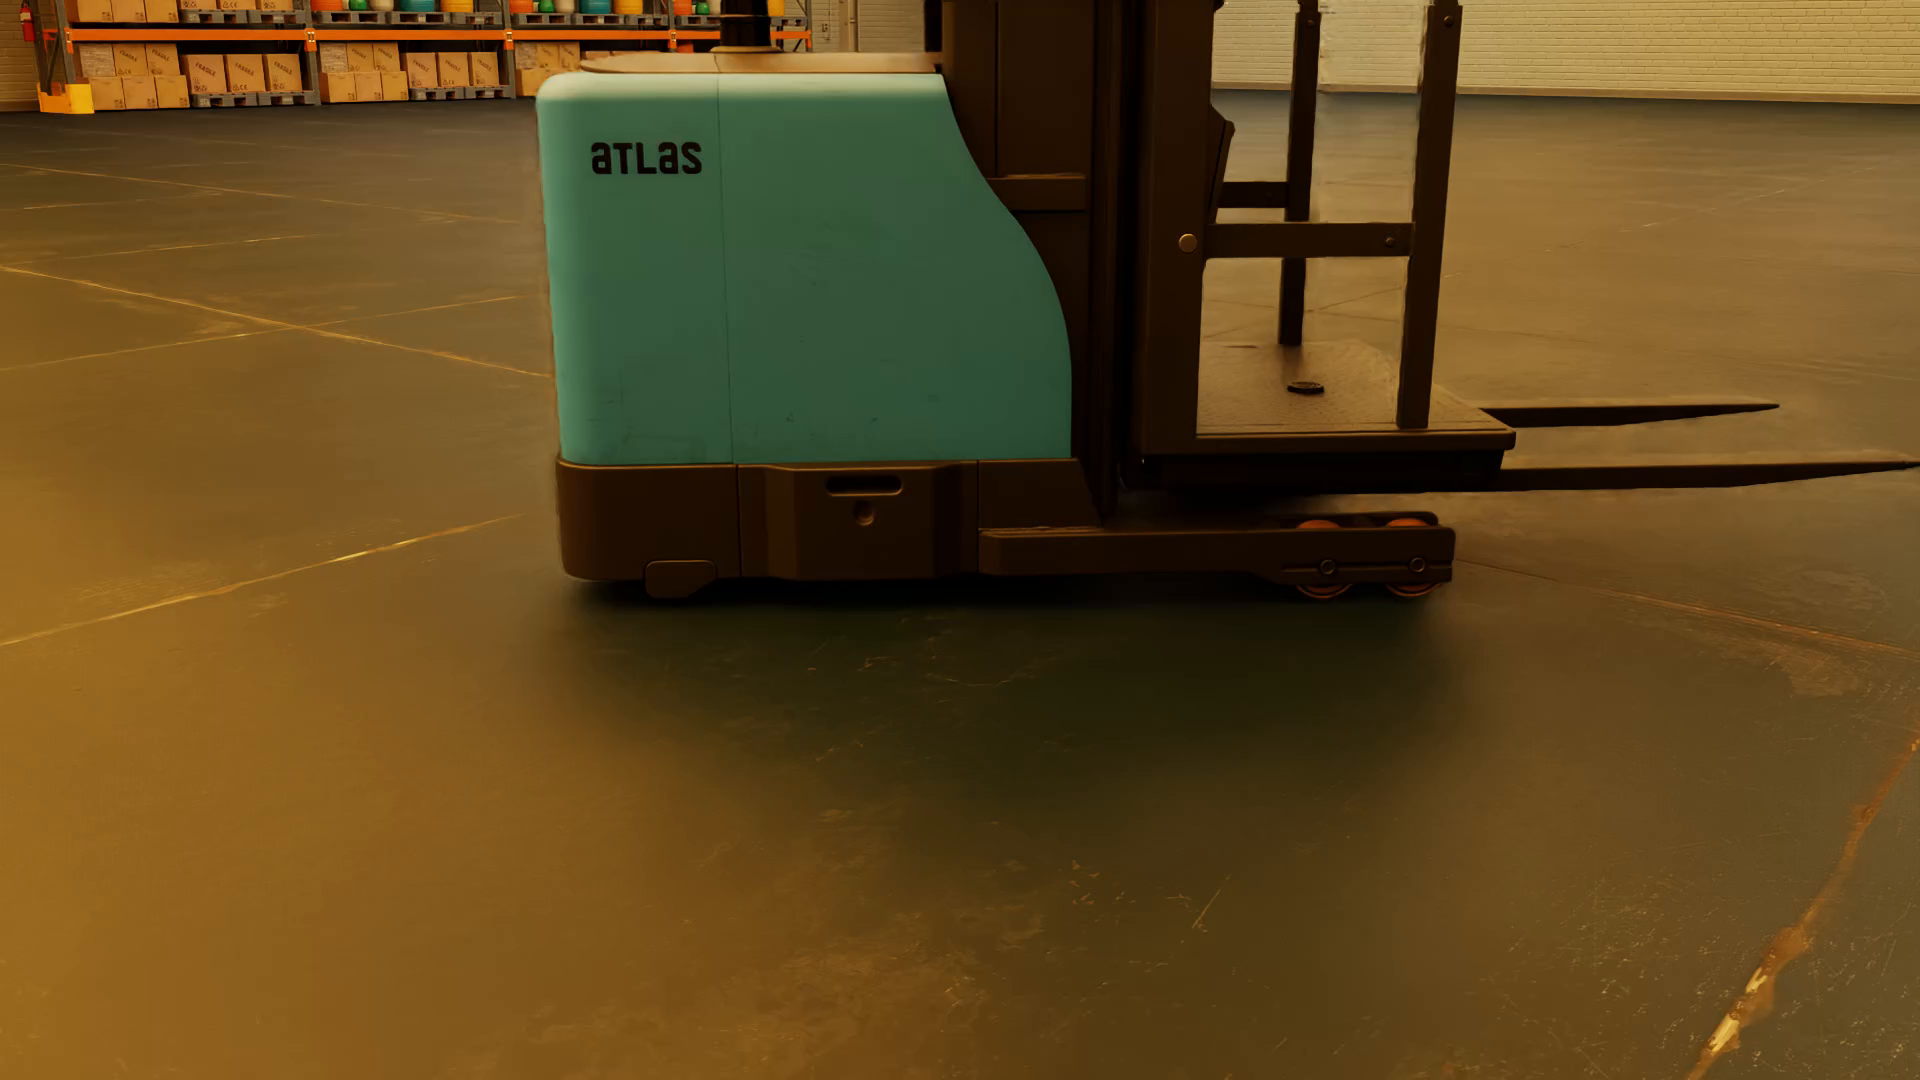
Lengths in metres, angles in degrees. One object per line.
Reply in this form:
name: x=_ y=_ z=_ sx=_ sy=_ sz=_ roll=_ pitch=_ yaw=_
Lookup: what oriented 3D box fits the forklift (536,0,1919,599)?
forklift: x=0.645 y=-1.430 z=3.606 sx=3.031 sy=2.935 sz=1.130 roll=-1 pitch=17 yaw=-4
